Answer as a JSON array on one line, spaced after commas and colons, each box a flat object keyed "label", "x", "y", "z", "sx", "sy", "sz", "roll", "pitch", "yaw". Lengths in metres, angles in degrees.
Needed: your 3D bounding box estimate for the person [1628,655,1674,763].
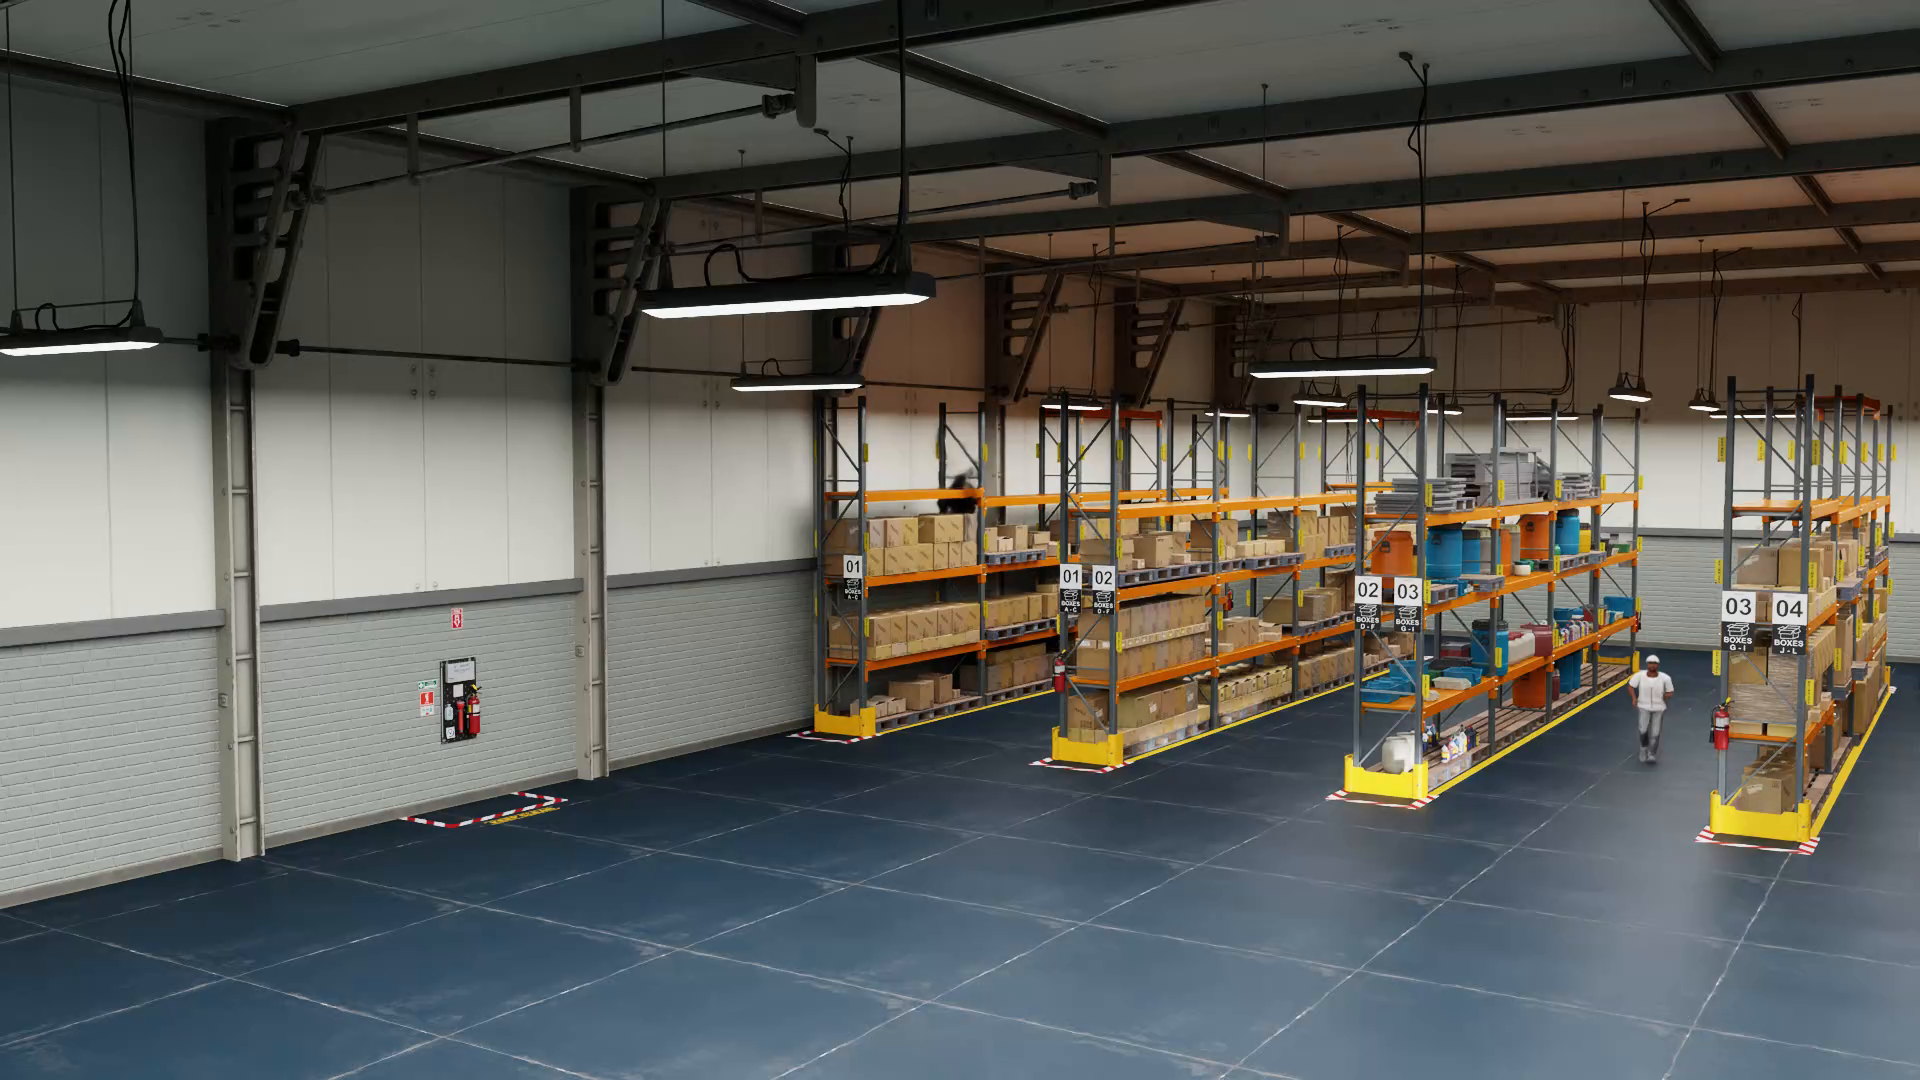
[{"label": "person", "x": 11.092, "y": 2.726, "z": 26.700, "sx": 0.683, "sy": 1.750, "sz": 0.625, "roll": 1, "pitch": 3, "yaw": 21}]
